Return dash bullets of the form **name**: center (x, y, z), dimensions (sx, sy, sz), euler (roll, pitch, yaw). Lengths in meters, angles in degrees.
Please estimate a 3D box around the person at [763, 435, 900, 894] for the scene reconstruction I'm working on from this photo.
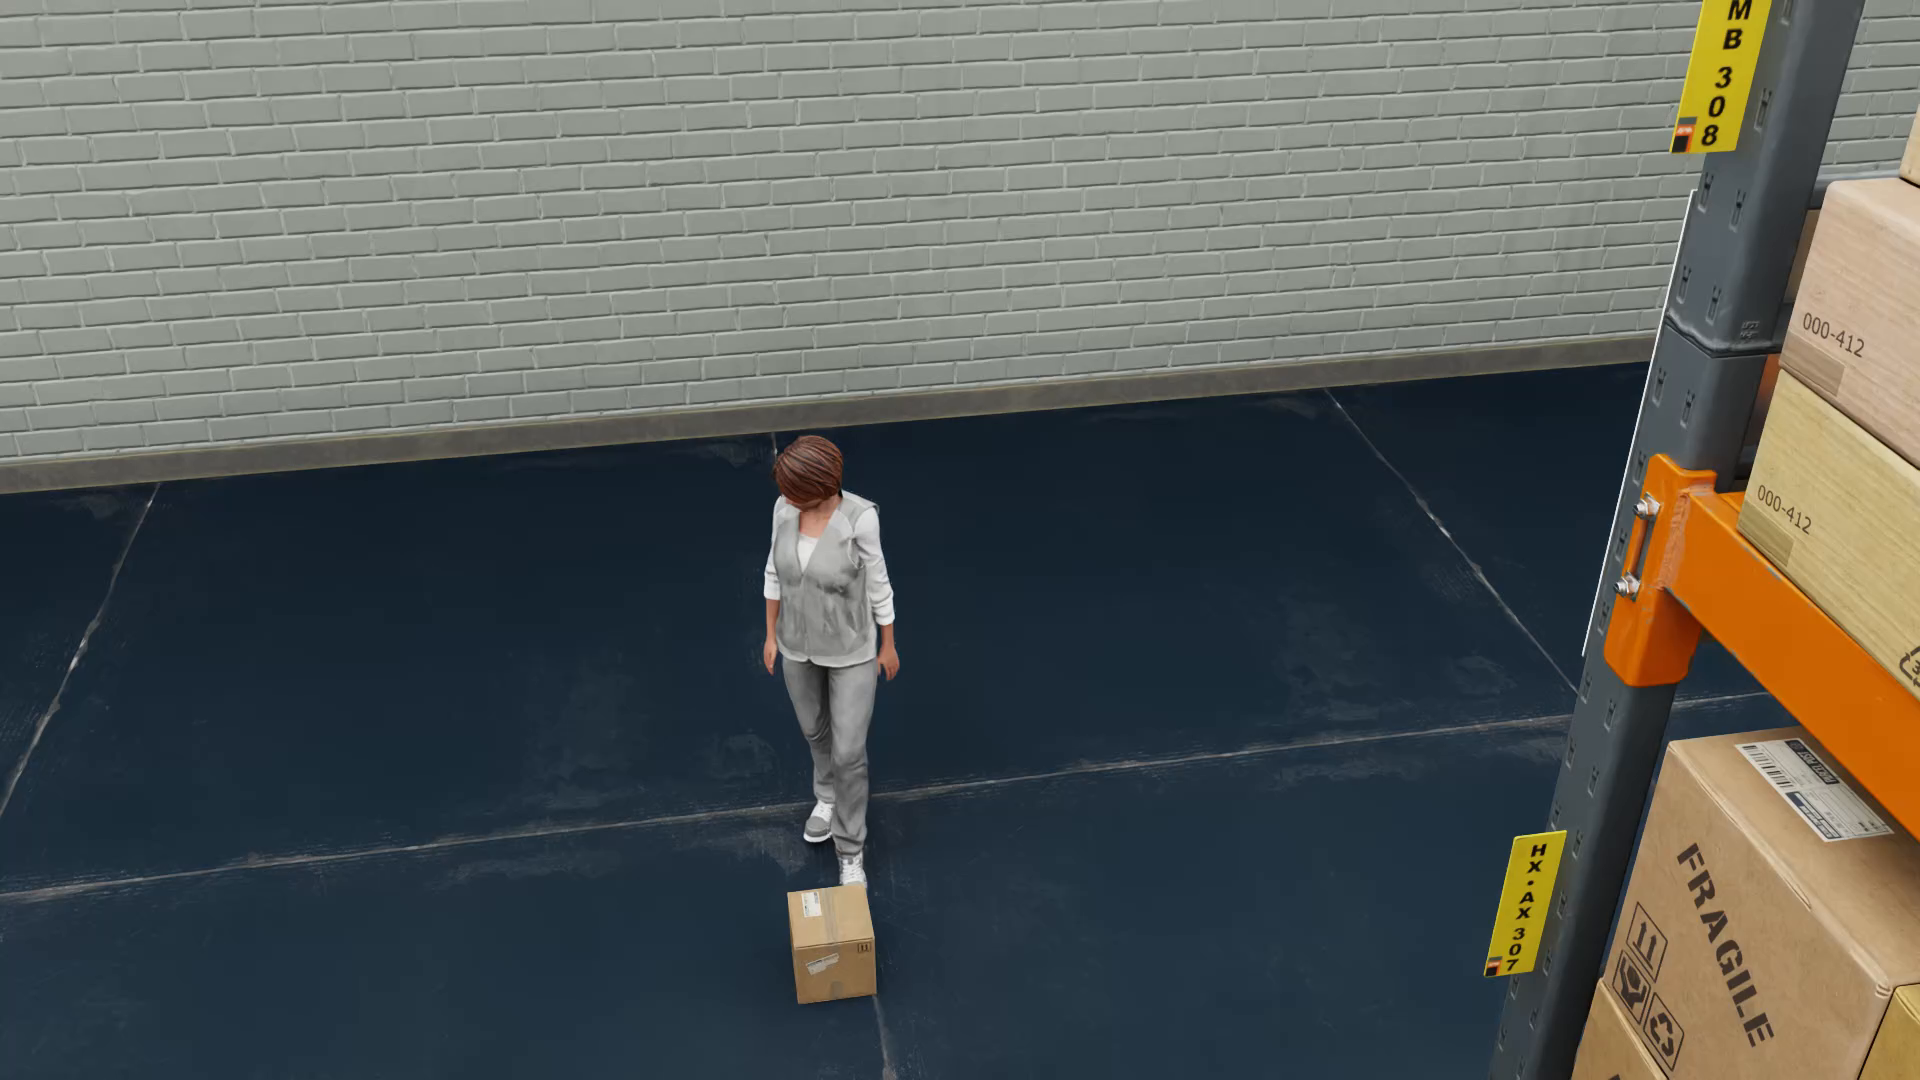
- **person**: center (-0.459, 0.412, 5.474), dimensions (0.461, 1.613, 0.482), euler (13, 33, 20)
